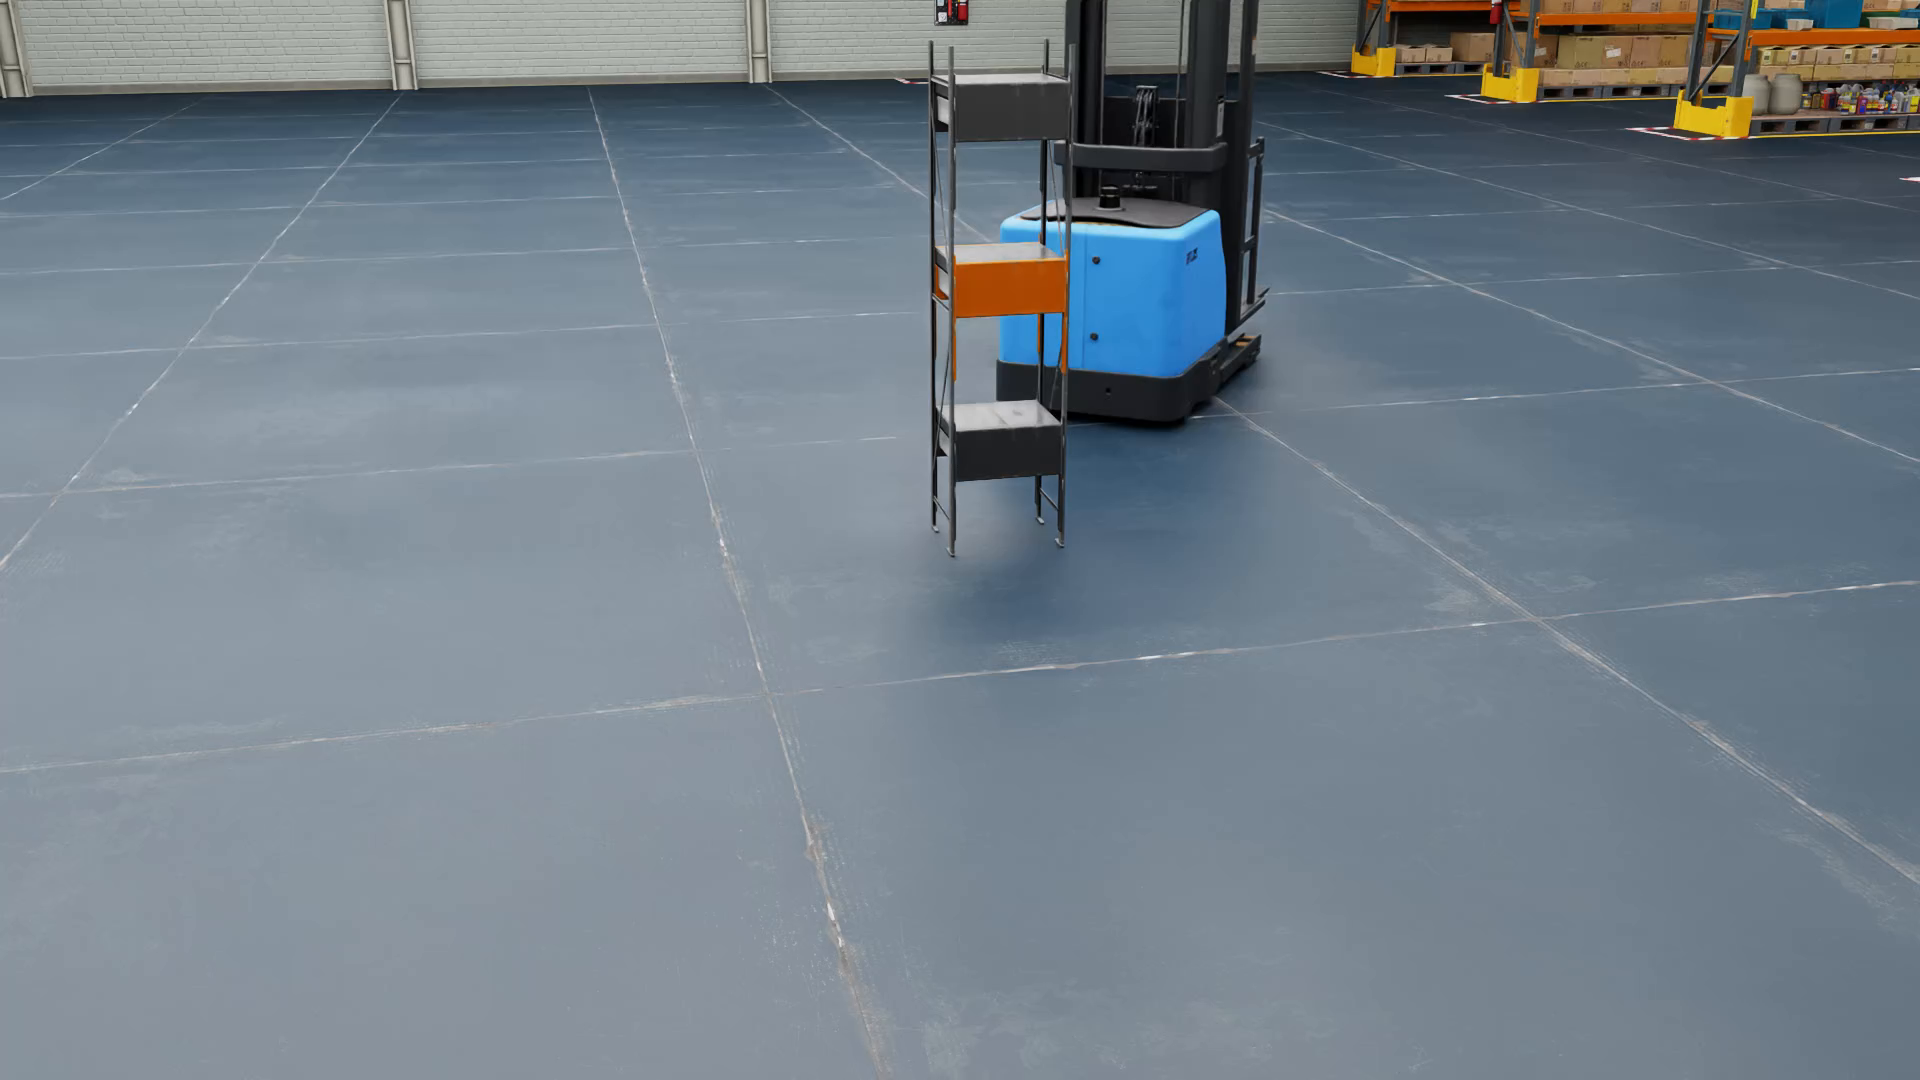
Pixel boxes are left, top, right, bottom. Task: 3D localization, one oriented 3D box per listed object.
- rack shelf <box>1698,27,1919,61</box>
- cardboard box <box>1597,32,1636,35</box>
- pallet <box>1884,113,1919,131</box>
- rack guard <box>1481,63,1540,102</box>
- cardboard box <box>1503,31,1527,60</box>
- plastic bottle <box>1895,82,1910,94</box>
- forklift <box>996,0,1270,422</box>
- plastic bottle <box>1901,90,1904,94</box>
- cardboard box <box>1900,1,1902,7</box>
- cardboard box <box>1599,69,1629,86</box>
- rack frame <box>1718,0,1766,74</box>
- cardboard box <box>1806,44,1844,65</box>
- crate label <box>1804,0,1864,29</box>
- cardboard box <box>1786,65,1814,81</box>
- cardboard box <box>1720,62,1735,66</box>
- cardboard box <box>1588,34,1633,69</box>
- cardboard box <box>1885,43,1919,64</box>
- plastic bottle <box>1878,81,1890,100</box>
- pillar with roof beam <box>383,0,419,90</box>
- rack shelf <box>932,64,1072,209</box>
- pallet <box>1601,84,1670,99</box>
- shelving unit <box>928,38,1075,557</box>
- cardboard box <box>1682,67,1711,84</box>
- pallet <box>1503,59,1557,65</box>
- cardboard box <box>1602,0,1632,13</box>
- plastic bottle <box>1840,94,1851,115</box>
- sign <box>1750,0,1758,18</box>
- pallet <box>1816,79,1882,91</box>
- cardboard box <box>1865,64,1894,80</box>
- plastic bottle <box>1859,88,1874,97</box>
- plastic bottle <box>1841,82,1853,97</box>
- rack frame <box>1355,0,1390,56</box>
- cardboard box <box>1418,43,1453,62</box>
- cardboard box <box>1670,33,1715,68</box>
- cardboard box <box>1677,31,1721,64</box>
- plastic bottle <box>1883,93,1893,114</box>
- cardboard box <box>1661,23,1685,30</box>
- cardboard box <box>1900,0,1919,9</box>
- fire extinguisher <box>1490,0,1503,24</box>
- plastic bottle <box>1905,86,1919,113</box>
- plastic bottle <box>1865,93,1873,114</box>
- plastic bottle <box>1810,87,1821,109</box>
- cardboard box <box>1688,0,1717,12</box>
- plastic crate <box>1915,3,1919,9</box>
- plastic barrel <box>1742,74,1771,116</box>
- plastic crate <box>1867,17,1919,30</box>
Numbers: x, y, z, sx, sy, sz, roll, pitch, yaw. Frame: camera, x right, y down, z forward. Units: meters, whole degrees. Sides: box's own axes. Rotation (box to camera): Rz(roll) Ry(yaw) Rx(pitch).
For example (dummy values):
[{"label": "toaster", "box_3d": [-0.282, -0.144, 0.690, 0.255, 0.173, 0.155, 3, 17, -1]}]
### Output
[{"label": "rack shelf", "box_3d": [11.873, -6.641, 22.130, 4.000, 0.370, 1.077, -5, 21, -12]}, {"label": "cardboard box", "box_3d": [10.701, -8.003, 27.097, 0.500, 0.500, 0.500, -5, 21, -12]}, {"label": "pallet", "box_3d": [13.156, -5.789, 22.811, 1.213, 0.211, 1.003, -5, 21, -12]}, {"label": "rack guard", "box_3d": [8.767, -7.303, 26.526, 0.348, 0.500, 1.175, -5, 21, -12]}, {"label": "cardboard box", "box_3d": [10.539, -9.391, 31.584, 0.500, 0.500, 0.500, -6, 21, -17]}, {"label": "plastic bottle", "box_3d": [12.972, -6.127, 22.891, 0.185, 0.351, 0.144, -5, 21, -12]}, {"label": "forklift", "box_3d": [1.232, -2.474, 9.808, 1.130, 2.935, 3.031, 8, 22, 21]}, {"label": "plastic bottle", "box_3d": [12.709, -5.913, 22.404, 0.133, 0.283, 0.061, -5, 21, -12]}, {"label": "cardboard box", "box_3d": [15.661, -9.065, 27.828, 0.500, 0.311, 0.500, -5, 21, -13]}, {"label": "cardboard box", "box_3d": [10.336, -7.433, 26.633, 0.500, 0.250, 0.500, -5, 21, -12]}, {"label": "rack frame", "box_3d": [12.683, -8.796, 26.965, 0.127, 3.000, 1.000, -5, 21, -12]}, {"label": "cardboard box", "box_3d": [14.134, -7.994, 27.347, 0.500, 0.311, 0.500, -5, 21, -14]}, {"label": "crate label", "box_3d": [11.656, -7.074, 22.212, 0.616, 0.435, 0.502, -5, 21, -12]}, {"label": "cardboard box", "box_3d": [13.630, -7.691, 27.336, 0.500, 0.250, 0.500, -4, 21, -11]}, {"label": "cardboard box", "box_3d": [13.020, -7.832, 27.720, 0.500, 0.250, 0.500, -5, 21, -13]}, {"label": "cardboard box", "box_3d": [10.333, -7.789, 26.515, 0.500, 0.500, 0.500, -5, 21, -12]}, {"label": "cardboard box", "box_3d": [15.619, -8.115, 27.677, 0.500, 0.311, 0.500, -5, 21, -13]}, {"label": "plastic bottle", "box_3d": [12.755, -6.160, 22.982, 0.185, 0.351, 0.144, -6, 21, -15]}, {"label": "pillar with roof beam", "box_3d": [-8.397, -10.433, 22.713, 0.400, 9.000, 9.100, -5, 21, -12]}, {"label": "rack shelf", "box_3d": [0.161, -1.644, 6.753, 0.480, 0.518, 0.431, -5, 21, -12]}, {"label": "pallet", "box_3d": [10.710, -7.340, 27.044, 1.213, 0.211, 1.003, -5, 21, -12]}, {"label": "shelving unit", "box_3d": [0.161, -0.999, 6.989, 0.503, 2.100, 0.431, -5, 21, -12]}, {"label": "cardboard box", "box_3d": [11.793, -7.556, 26.967, 0.500, 0.250, 0.500, -5, 21, -12]}, {"label": "pallet", "box_3d": [10.894, -9.079, 31.793, 1.213, 0.211, 1.003, -5, 21, -12]}, {"label": "cardboard box", "box_3d": [10.242, -8.639, 26.393, 0.500, 0.500, 0.700, -5, 21, -12]}, {"label": "plastic bottle", "box_3d": [11.763, -5.785, 22.074, 0.097, 0.271, 0.097, 0, 20, 0]}, {"label": "sign", "box_3d": [10.049, -6.766, 21.022, 0.005, 0.325, 0.100, -5, 21, -12]}, {"label": "pallet", "box_3d": [14.581, -7.656, 27.906, 1.213, 0.211, 1.003, -5, 21, -12]}, {"label": "cardboard box", "box_3d": [15.129, -7.814, 27.673, 0.500, 0.250, 0.500, -4, 21, -11]}, {"label": "plastic bottle", "box_3d": [12.400, -6.044, 22.773, 0.135, 0.276, 0.152, -5, 21, -12]}, {"label": "plastic bottle", "box_3d": [12.160, -6.112, 22.850, 0.185, 0.351, 0.144, -4, 20, -10]}, {"label": "rack frame", "box_3d": [7.647, -10.137, 30.627, 0.127, 3.000, 1.000, -5, 21, -12]}, {"label": "cardboard box", "box_3d": [8.896, -9.151, 31.204, 0.500, 0.311, 0.500, -3, 20, -8]}, {"label": "cardboard box", "box_3d": [11.793, -7.908, 26.840, 0.500, 0.500, 0.500, -5, 21, -12]}, {"label": "cardboard box", "box_3d": [12.160, -8.122, 27.423, 0.500, 0.500, 0.500, -5, 21, -12]}, {"label": "plastic bottle", "box_3d": [12.391, -5.837, 22.214, 0.097, 0.271, 0.097, 0, 20, 0]}, {"label": "cardboard box", "box_3d": [13.675, -10.014, 32.196, 0.500, 0.250, 0.500, -5, 21, -13]}, {"label": "cardboard box", "box_3d": [15.764, -8.831, 27.426, 0.250, 0.149, 0.380, -5, 21, -12]}, {"label": "fire extinguisher", "box_3d": [8.569, -8.589, 26.513, 0.183, 0.674, 0.296, -5, 21, -12]}, {"label": "plastic bottle", "box_3d": [12.758, -5.912, 22.304, 0.185, 0.351, 0.144, -5, 21, -13]}, {"label": "plastic bottle", "box_3d": [12.096, -5.813, 22.148, 0.097, 0.271, 0.097, 0, 20, 0]}, {"label": "plastic bottle", "box_3d": [11.723, -6.059, 22.805, 0.133, 0.283, 0.061, -4, 21, -11]}, {"label": "cardboard box", "box_3d": [11.741, -8.762, 26.726, 0.500, 0.500, 0.700, -5, 21, -13]}, {"label": "plastic crate", "box_3d": [13.281, -7.109, 22.452, 0.504, 0.338, 0.767, -5, 21, -12]}, {"label": "plastic barrel", "box_3d": [10.550, -5.927, 22.141, 0.421, 0.512, 0.421, 0, 20, 0]}, {"label": "plastic crate", "box_3d": [12.297, -6.800, 21.901, 0.437, 0.136, 0.530, -5, 21, -12]}]
